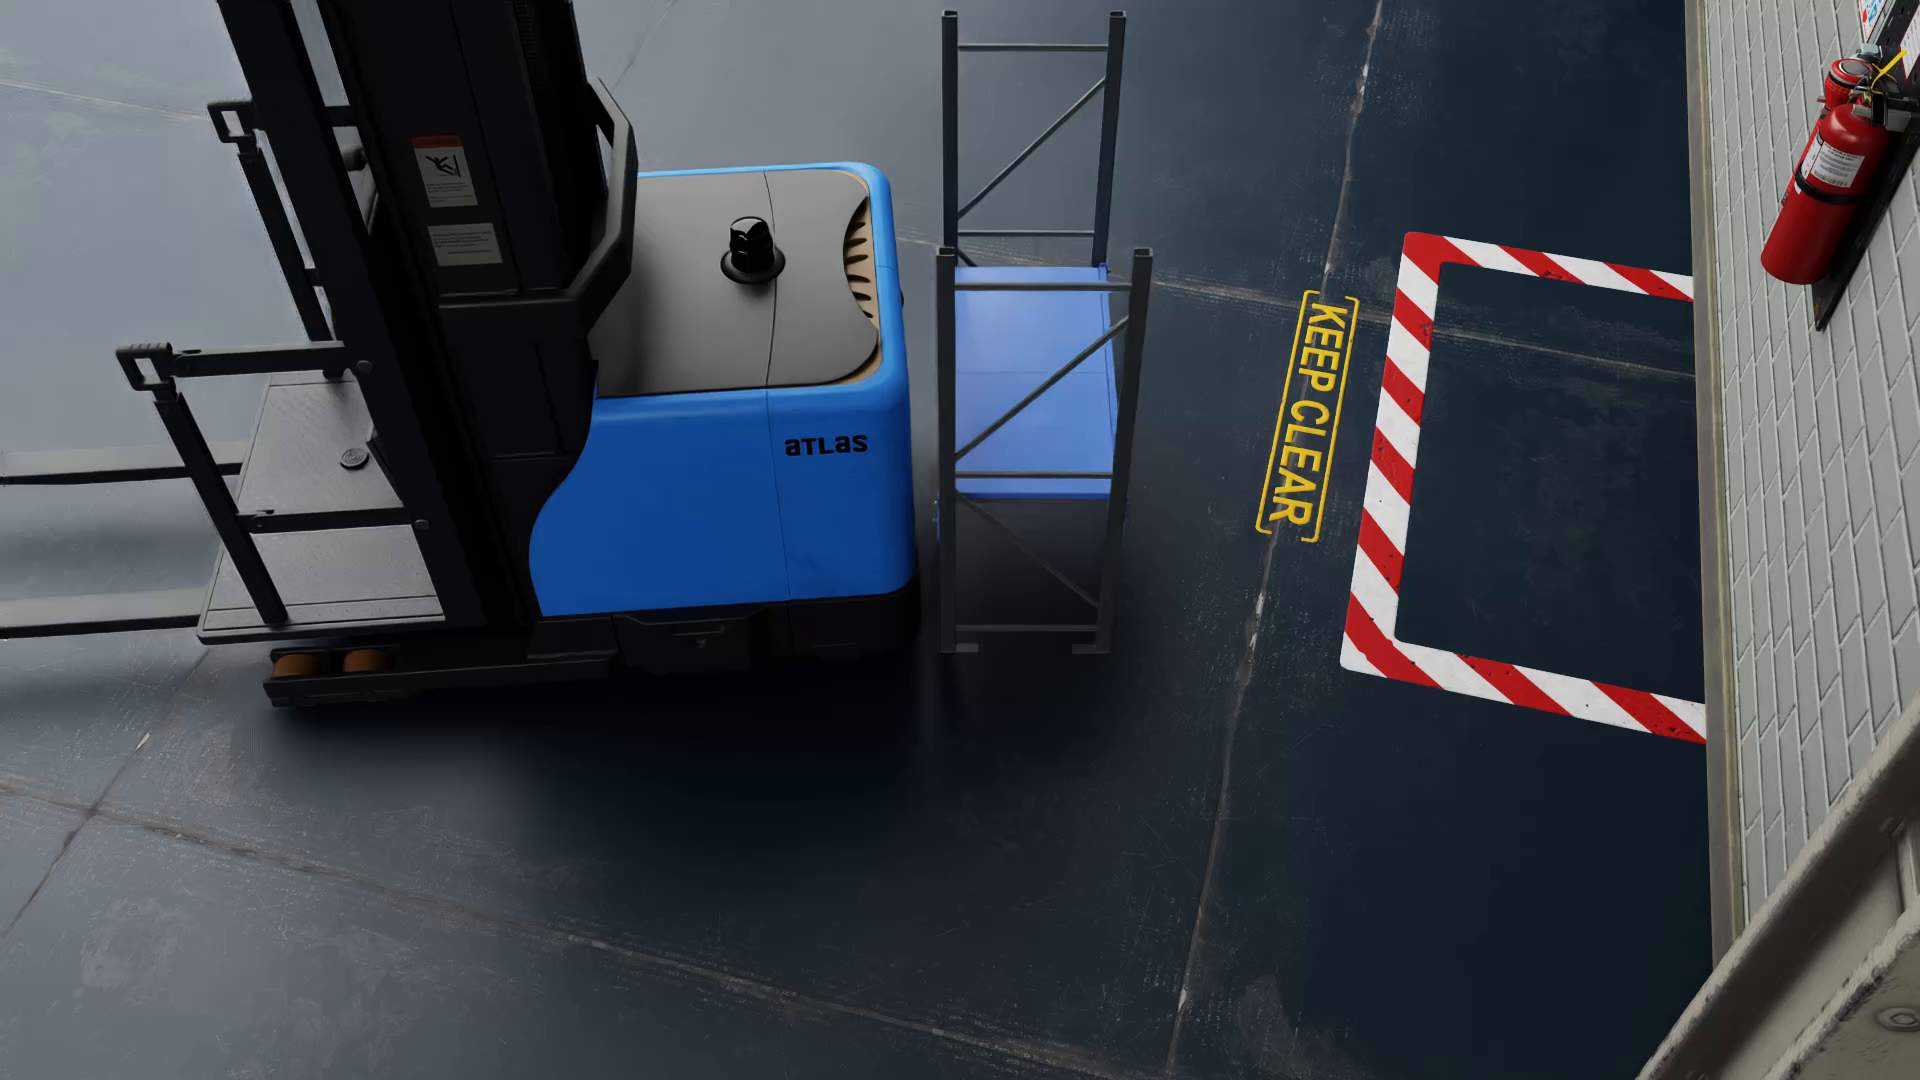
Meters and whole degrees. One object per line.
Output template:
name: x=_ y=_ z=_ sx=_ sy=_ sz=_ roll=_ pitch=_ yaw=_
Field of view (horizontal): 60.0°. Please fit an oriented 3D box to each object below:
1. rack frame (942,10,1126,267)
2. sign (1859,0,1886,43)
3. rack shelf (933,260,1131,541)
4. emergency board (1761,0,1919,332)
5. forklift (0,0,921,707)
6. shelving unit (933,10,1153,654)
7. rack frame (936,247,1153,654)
rack frame: x=0.200 y=-0.932 z=5.072 sx=0.500 sy=1.500 sz=0.032 roll=0 pitch=49 yaw=0
sign: x=2.574 y=-1.584 z=4.624 sx=0.001 sy=0.329 sz=0.234 roll=12 pitch=50 yaw=10
rack shelf: x=0.198 y=-0.431 z=4.870 sx=0.538 sy=0.185 sz=1.000 roll=0 pitch=49 yaw=0
emergency board: x=2.329 y=-1.193 z=4.302 sx=0.194 sy=1.169 sz=0.643 roll=12 pitch=50 yaw=10
forklift: x=-1.662 y=-0.903 z=4.092 sx=3.031 sy=2.935 sz=1.130 roll=-4 pitch=49 yaw=-3
shelving unit: x=0.198 y=-0.550 z=4.735 sx=0.538 sy=1.500 sz=1.048 roll=0 pitch=49 yaw=0
rack frame: x=0.195 y=-0.169 z=4.399 sx=0.500 sy=1.500 sz=0.032 roll=0 pitch=49 yaw=0
